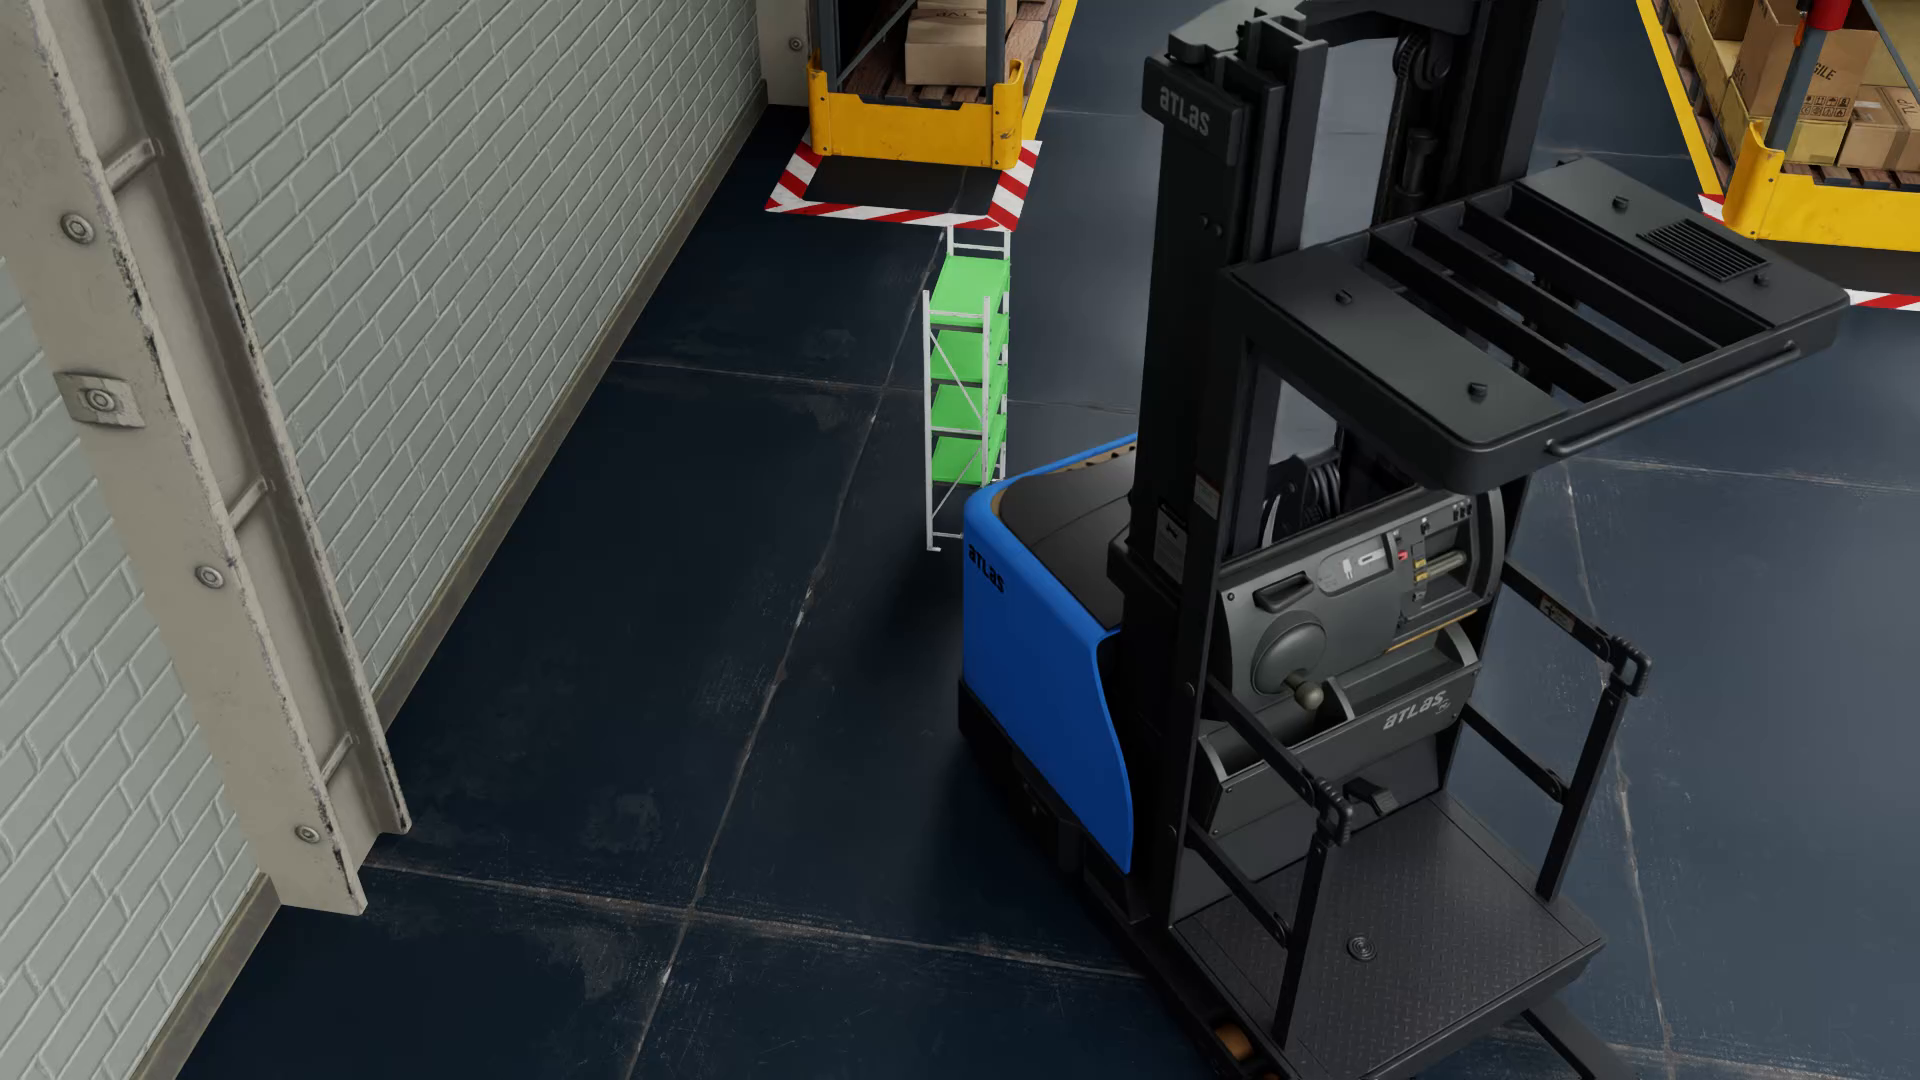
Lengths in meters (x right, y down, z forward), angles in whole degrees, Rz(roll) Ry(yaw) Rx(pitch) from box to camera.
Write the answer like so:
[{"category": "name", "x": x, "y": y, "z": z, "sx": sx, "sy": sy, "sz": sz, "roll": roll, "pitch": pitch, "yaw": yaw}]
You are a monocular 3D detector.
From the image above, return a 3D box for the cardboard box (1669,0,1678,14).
[{"category": "cardboard box", "x": 4.750, "y": -3.515, "z": 10.476, "sx": 0.500, "sy": 0.250, "sz": 0.500, "roll": 6, "pitch": 40, "yaw": 8}]

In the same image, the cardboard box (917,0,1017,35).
[{"category": "cardboard box", "x": 0.048, "y": -3.246, "z": 10.087, "sx": 0.500, "sy": 0.311, "sz": 0.500, "roll": 10, "pitch": 41, "yaw": 11}]

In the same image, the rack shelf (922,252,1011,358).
[{"category": "rack shelf", "x": 0.029, "y": -0.887, "z": 6.228, "sx": 0.258, "sy": 0.148, "sz": 0.480, "roll": 6, "pitch": 40, "yaw": 8}]

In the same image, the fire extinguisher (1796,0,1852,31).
[{"category": "fire extinguisher", "x": 4.142, "y": -2.734, "z": 7.763, "sx": 0.296, "sy": 0.674, "sz": 0.183, "roll": 6, "pitch": 40, "yaw": 8}]

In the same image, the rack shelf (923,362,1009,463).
[{"category": "rack shelf", "x": 0.029, "y": -0.517, "z": 6.534, "sx": 0.258, "sy": 0.148, "sz": 0.480, "roll": 6, "pitch": 40, "yaw": 8}]

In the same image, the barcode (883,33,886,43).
[{"category": "barcode", "x": -0.442, "y": -2.947, "z": 9.718, "sx": 0.001, "sy": 0.075, "sz": 0.075, "roll": 6, "pitch": 40, "yaw": 8}]

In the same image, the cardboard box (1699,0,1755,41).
[{"category": "cardboard box", "x": 4.579, "y": -3.176, "z": 9.477, "sx": 0.500, "sy": 0.500, "sz": 0.500, "roll": 6, "pitch": 40, "yaw": 8}]

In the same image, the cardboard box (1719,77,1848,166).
[{"category": "cardboard box", "x": 4.422, "y": -2.258, "z": 8.955, "sx": 0.500, "sy": 0.250, "sz": 0.500, "roll": 6, "pitch": 40, "yaw": 8}]

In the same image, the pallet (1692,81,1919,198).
[{"category": "pallet", "x": 4.711, "y": -2.196, "z": 9.241, "sx": 1.003, "sy": 0.211, "sz": 1.213, "roll": 6, "pitch": 40, "yaw": 8}]

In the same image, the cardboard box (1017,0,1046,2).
[{"category": "cardboard box", "x": 0.224, "y": -3.773, "z": 10.576, "sx": 0.700, "sy": 0.500, "sz": 0.500, "roll": 4, "pitch": 40, "yaw": 5}]

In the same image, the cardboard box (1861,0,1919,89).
[{"category": "cardboard box", "x": 5.017, "y": -2.804, "z": 9.027, "sx": 0.500, "sy": 0.500, "sz": 0.500, "roll": 6, "pitch": 40, "yaw": 8}]

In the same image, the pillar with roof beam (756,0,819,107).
[{"category": "pillar with roof beam", "x": 3.250, "y": -5.702, "z": 6.585, "sx": 9.100, "sy": 9.000, "sz": 0.400, "roll": 6, "pitch": 40, "yaw": 8}]

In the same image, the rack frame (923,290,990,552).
[{"category": "rack frame", "x": -0.014, "y": -0.413, "z": 6.308, "sx": 0.240, "sy": 1.200, "sz": 0.015, "roll": 6, "pitch": 40, "yaw": 8}]

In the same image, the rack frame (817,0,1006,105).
[{"category": "rack frame", "x": -0.259, "y": -3.330, "z": 8.424, "sx": 1.000, "sy": 3.000, "sz": 0.127, "roll": 6, "pitch": 40, "yaw": 8}]

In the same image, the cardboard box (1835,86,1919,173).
[{"category": "cardboard box", "x": 4.932, "y": -2.201, "z": 8.886, "sx": 0.500, "sy": 0.250, "sz": 0.500, "roll": 6, "pitch": 40, "yaw": 8}]

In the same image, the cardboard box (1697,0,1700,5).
[{"category": "cardboard box", "x": 4.666, "y": -3.490, "z": 9.857, "sx": 0.500, "sy": 0.500, "sz": 0.500, "roll": 6, "pitch": 40, "yaw": 8}]

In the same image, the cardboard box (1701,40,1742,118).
[{"category": "cardboard box", "x": 4.497, "y": -2.573, "z": 9.336, "sx": 0.500, "sy": 0.250, "sz": 0.500, "roll": 6, "pitch": 40, "yaw": 8}]

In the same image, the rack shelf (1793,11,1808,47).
[{"category": "rack shelf", "x": 4.966, "y": -3.764, "z": 9.514, "sx": 1.077, "sy": 0.370, "sz": 4.000, "roll": 6, "pitch": 40, "yaw": 8}]

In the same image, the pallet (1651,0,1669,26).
[{"category": "pallet", "x": 5.134, "y": -3.728, "z": 11.093, "sx": 1.003, "sy": 0.211, "sz": 1.213, "roll": 6, "pitch": 40, "yaw": 8}]

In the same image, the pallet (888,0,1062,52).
[{"category": "pallet", "x": 0.143, "y": -3.573, "z": 10.906, "sx": 1.003, "sy": 0.211, "sz": 1.213, "roll": 6, "pitch": 40, "yaw": 8}]

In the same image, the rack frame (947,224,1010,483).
[{"category": "rack frame", "x": 0.071, "y": -0.719, "z": 6.679, "sx": 0.240, "sy": 1.200, "sz": 0.015, "roll": 6, "pitch": 40, "yaw": 8}]

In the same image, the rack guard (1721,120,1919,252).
[{"category": "rack guard", "x": 4.616, "y": -1.808, "z": 8.544, "sx": 1.175, "sy": 0.500, "sz": 0.348, "roll": 6, "pitch": 40, "yaw": 8}]

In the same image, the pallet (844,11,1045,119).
[{"category": "pallet", "x": -0.071, "y": -2.809, "z": 9.982, "sx": 1.003, "sy": 0.211, "sz": 1.213, "roll": 6, "pitch": 40, "yaw": 8}]

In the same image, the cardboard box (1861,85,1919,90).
[{"category": "cardboard box", "x": 5.015, "y": -2.515, "z": 9.266, "sx": 0.500, "sy": 0.250, "sz": 0.500, "roll": 6, "pitch": 40, "yaw": 8}]

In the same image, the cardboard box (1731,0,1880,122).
[{"category": "cardboard box", "x": 4.420, "y": -2.547, "z": 8.716, "sx": 0.500, "sy": 0.500, "sz": 0.500, "roll": 6, "pitch": 40, "yaw": 8}]

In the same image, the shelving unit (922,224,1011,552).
[{"category": "shelving unit", "x": 0.029, "y": -0.566, "z": 6.493, "sx": 0.258, "sy": 1.200, "sz": 0.503, "roll": 6, "pitch": 40, "yaw": 8}]

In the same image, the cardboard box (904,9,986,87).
[{"category": "cardboard box", "x": -0.051, "y": -2.888, "z": 9.654, "sx": 0.500, "sy": 0.311, "sz": 0.500, "roll": 2, "pitch": 40, "yaw": 3}]

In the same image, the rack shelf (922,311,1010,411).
[{"category": "rack shelf", "x": 0.029, "y": -0.702, "z": 6.381, "sx": 0.258, "sy": 0.148, "sz": 0.480, "roll": 6, "pitch": 40, "yaw": 8}]

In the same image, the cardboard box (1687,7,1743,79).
[{"category": "cardboard box", "x": 4.581, "y": -2.887, "z": 9.716, "sx": 0.500, "sy": 0.250, "sz": 0.500, "roll": 6, "pitch": 40, "yaw": 8}]

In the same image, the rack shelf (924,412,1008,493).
[{"category": "rack shelf", "x": 0.029, "y": -0.332, "z": 6.687, "sx": 0.258, "sy": 0.148, "sz": 0.480, "roll": 6, "pitch": 40, "yaw": 8}]

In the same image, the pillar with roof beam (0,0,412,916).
[{"category": "pillar with roof beam", "x": 2.212, "y": -1.937, "z": 2.031, "sx": 9.100, "sy": 9.000, "sz": 0.400, "roll": 6, "pitch": 40, "yaw": 8}]

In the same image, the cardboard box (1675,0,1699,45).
[{"category": "cardboard box", "x": 4.670, "y": -3.200, "z": 10.095, "sx": 0.500, "sy": 0.250, "sz": 0.500, "roll": 6, "pitch": 40, "yaw": 8}]

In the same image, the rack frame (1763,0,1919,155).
[{"category": "rack frame", "x": 4.620, "y": -2.786, "z": 7.766, "sx": 1.000, "sy": 3.000, "sz": 0.127, "roll": 6, "pitch": 40, "yaw": 8}]

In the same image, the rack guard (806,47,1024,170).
[{"category": "rack guard", "x": -0.246, "y": -2.415, "z": 9.278, "sx": 1.175, "sy": 0.500, "sz": 0.348, "roll": 6, "pitch": 40, "yaw": 8}]

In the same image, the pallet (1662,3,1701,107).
[{"category": "pallet", "x": 4.925, "y": -2.960, "z": 10.164, "sx": 1.003, "sy": 0.211, "sz": 1.213, "roll": 6, "pitch": 40, "yaw": 8}]

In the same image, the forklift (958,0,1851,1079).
[{"category": "forklift", "x": 1.171, "y": 0.209, "z": 4.196, "sx": 1.130, "sy": 2.935, "sz": 3.031, "roll": -20, "pitch": 44, "yaw": -23}]
